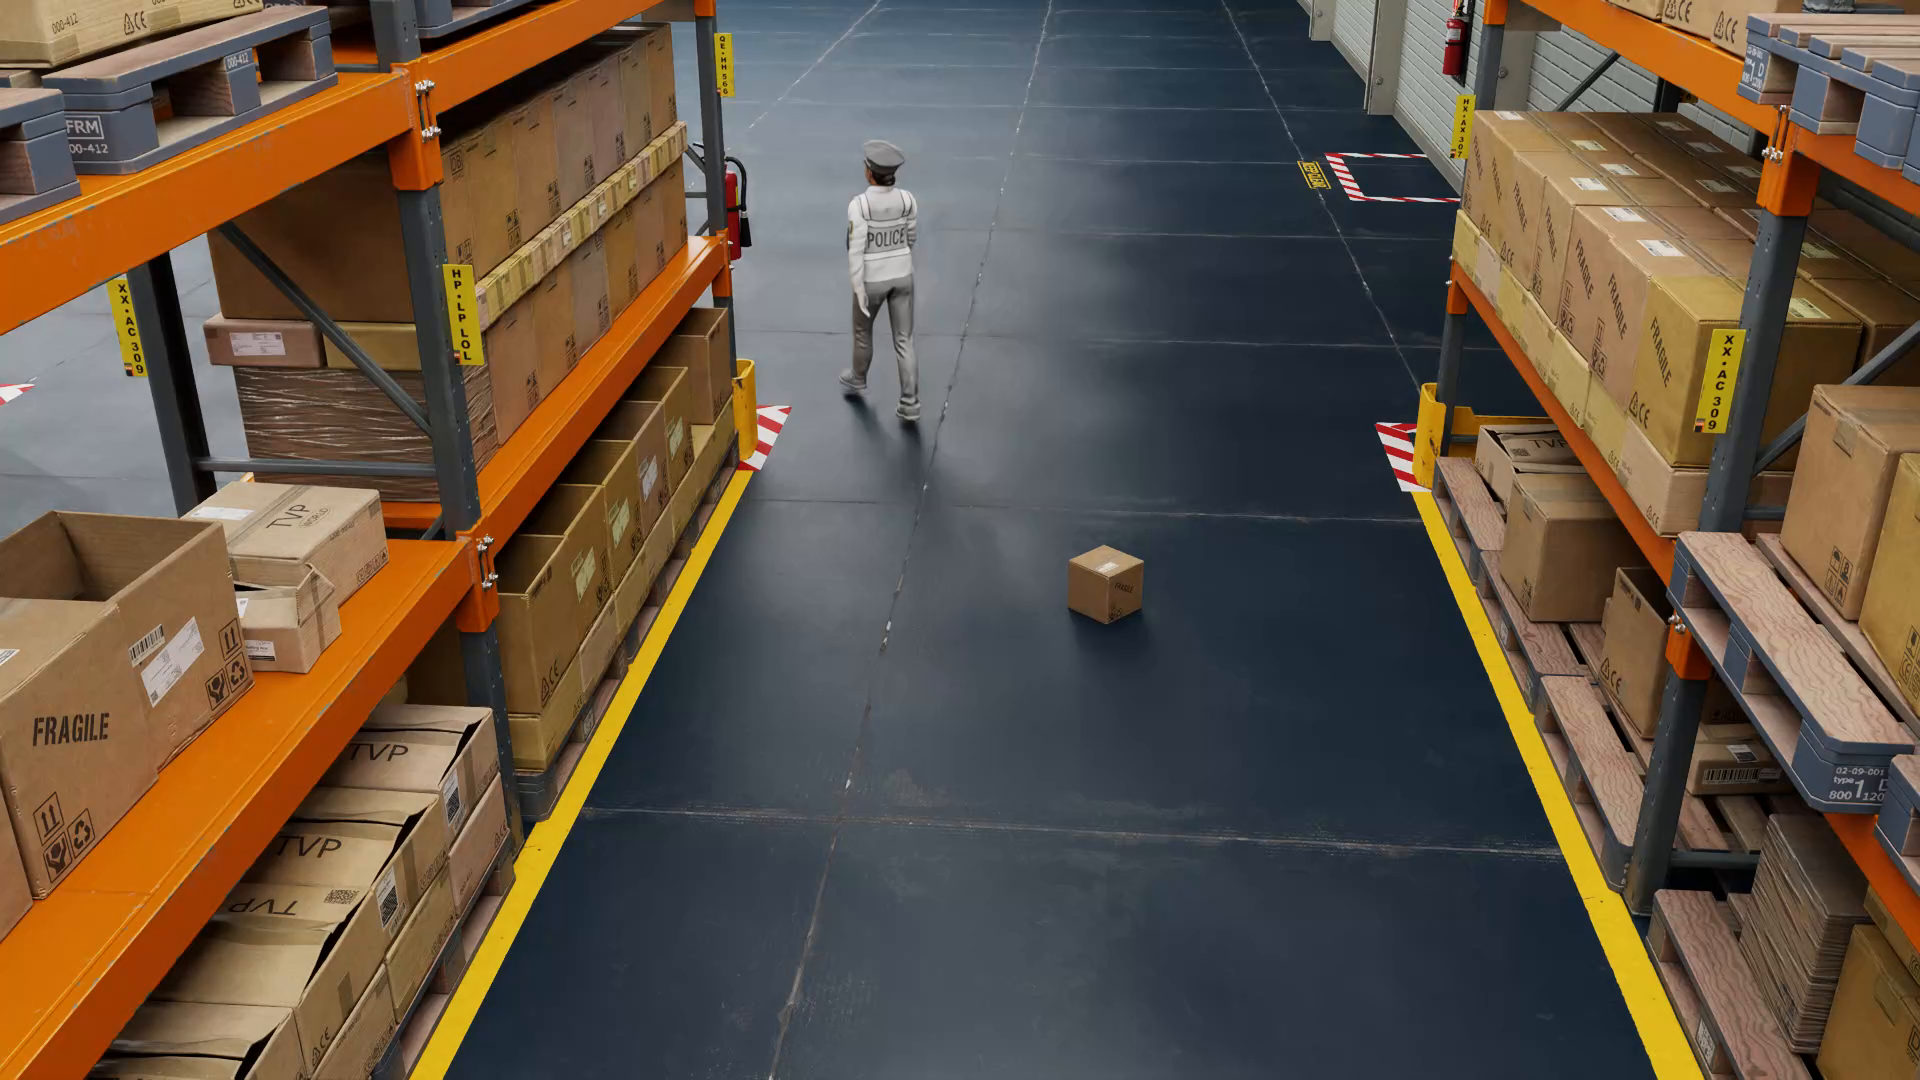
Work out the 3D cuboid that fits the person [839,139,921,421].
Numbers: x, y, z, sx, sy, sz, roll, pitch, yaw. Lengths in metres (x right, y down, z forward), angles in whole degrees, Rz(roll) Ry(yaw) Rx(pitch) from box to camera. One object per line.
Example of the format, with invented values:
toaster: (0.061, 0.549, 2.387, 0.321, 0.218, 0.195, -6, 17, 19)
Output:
person: (-0.497, -1.608, 10.040, 0.487, 1.635, 0.967, -9, 26, -18)
